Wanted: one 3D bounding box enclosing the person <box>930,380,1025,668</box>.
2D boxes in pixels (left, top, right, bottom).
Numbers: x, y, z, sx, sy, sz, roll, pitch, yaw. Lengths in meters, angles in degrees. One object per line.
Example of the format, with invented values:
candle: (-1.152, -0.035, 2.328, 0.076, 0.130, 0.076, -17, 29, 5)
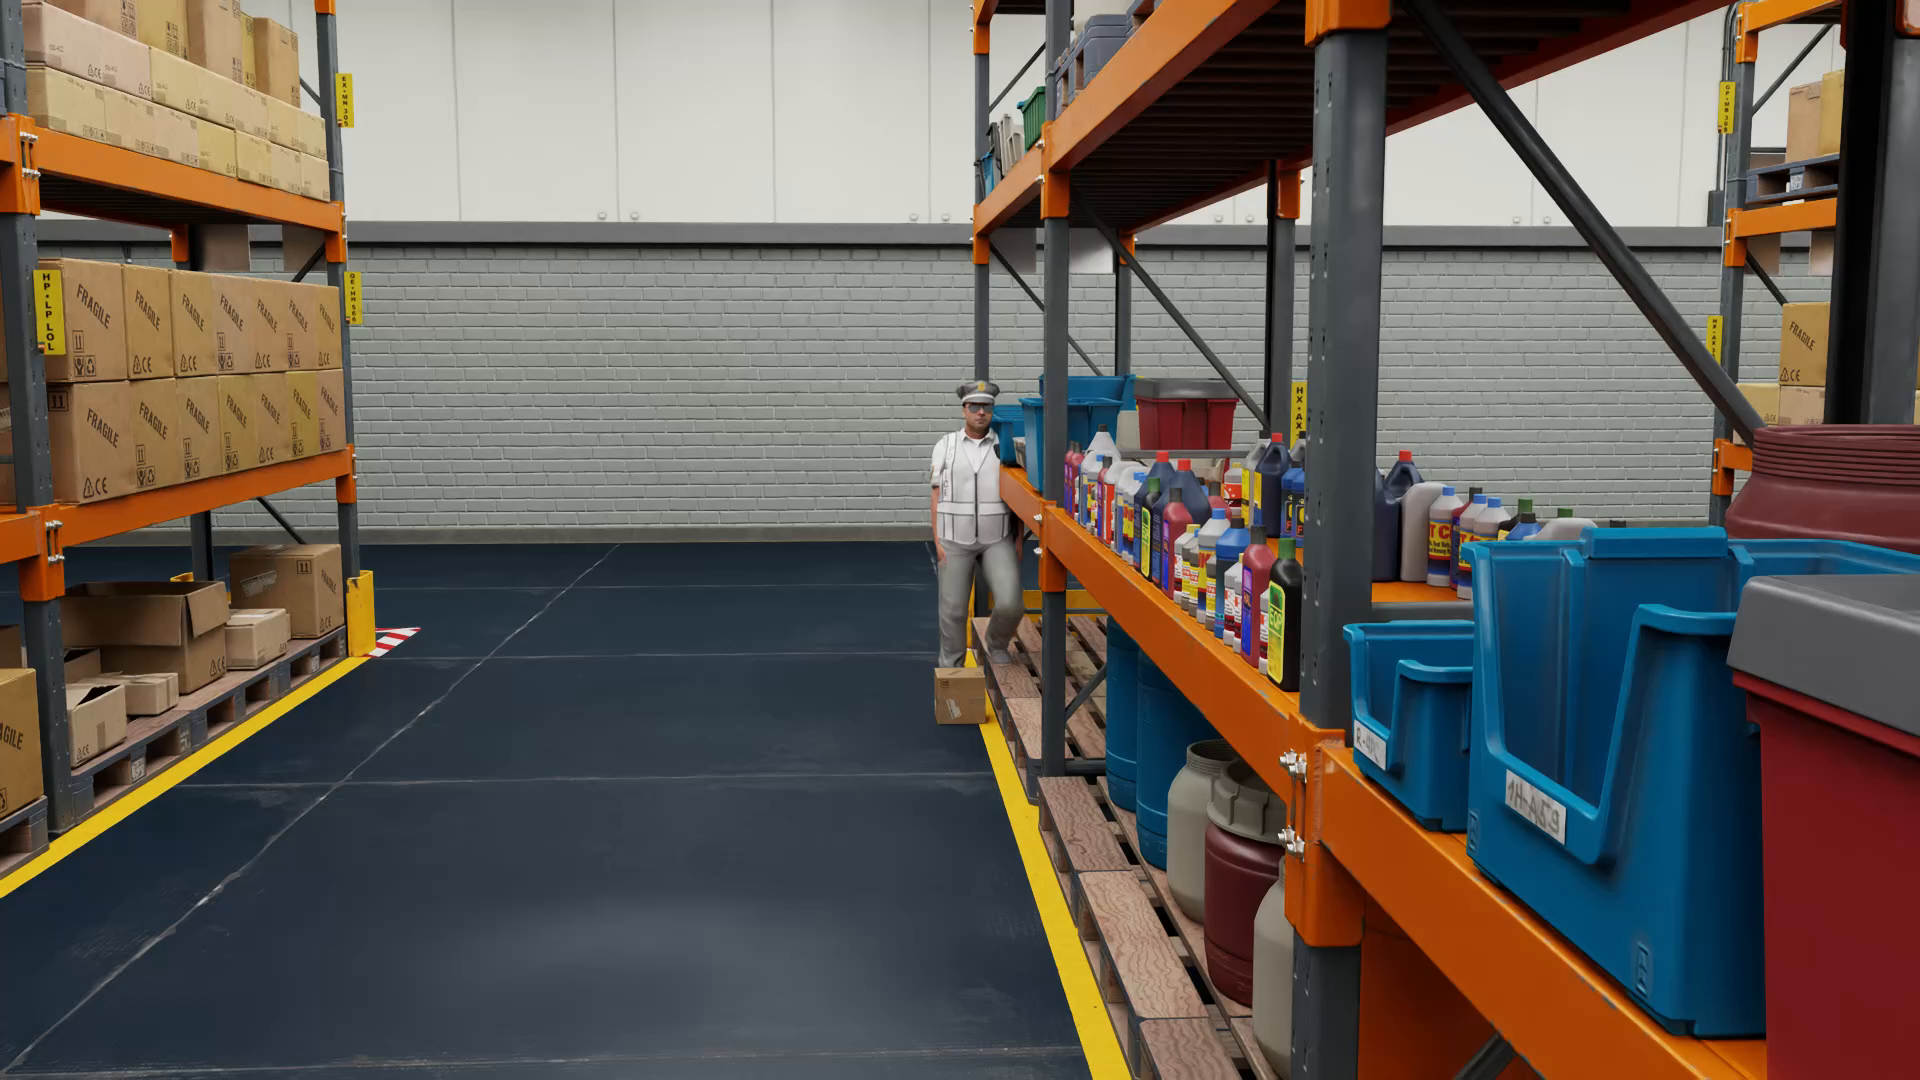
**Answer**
person: (0.103, 0.009, 9.083, 0.526, 1.754, 0.524, 0, 7, -2)
